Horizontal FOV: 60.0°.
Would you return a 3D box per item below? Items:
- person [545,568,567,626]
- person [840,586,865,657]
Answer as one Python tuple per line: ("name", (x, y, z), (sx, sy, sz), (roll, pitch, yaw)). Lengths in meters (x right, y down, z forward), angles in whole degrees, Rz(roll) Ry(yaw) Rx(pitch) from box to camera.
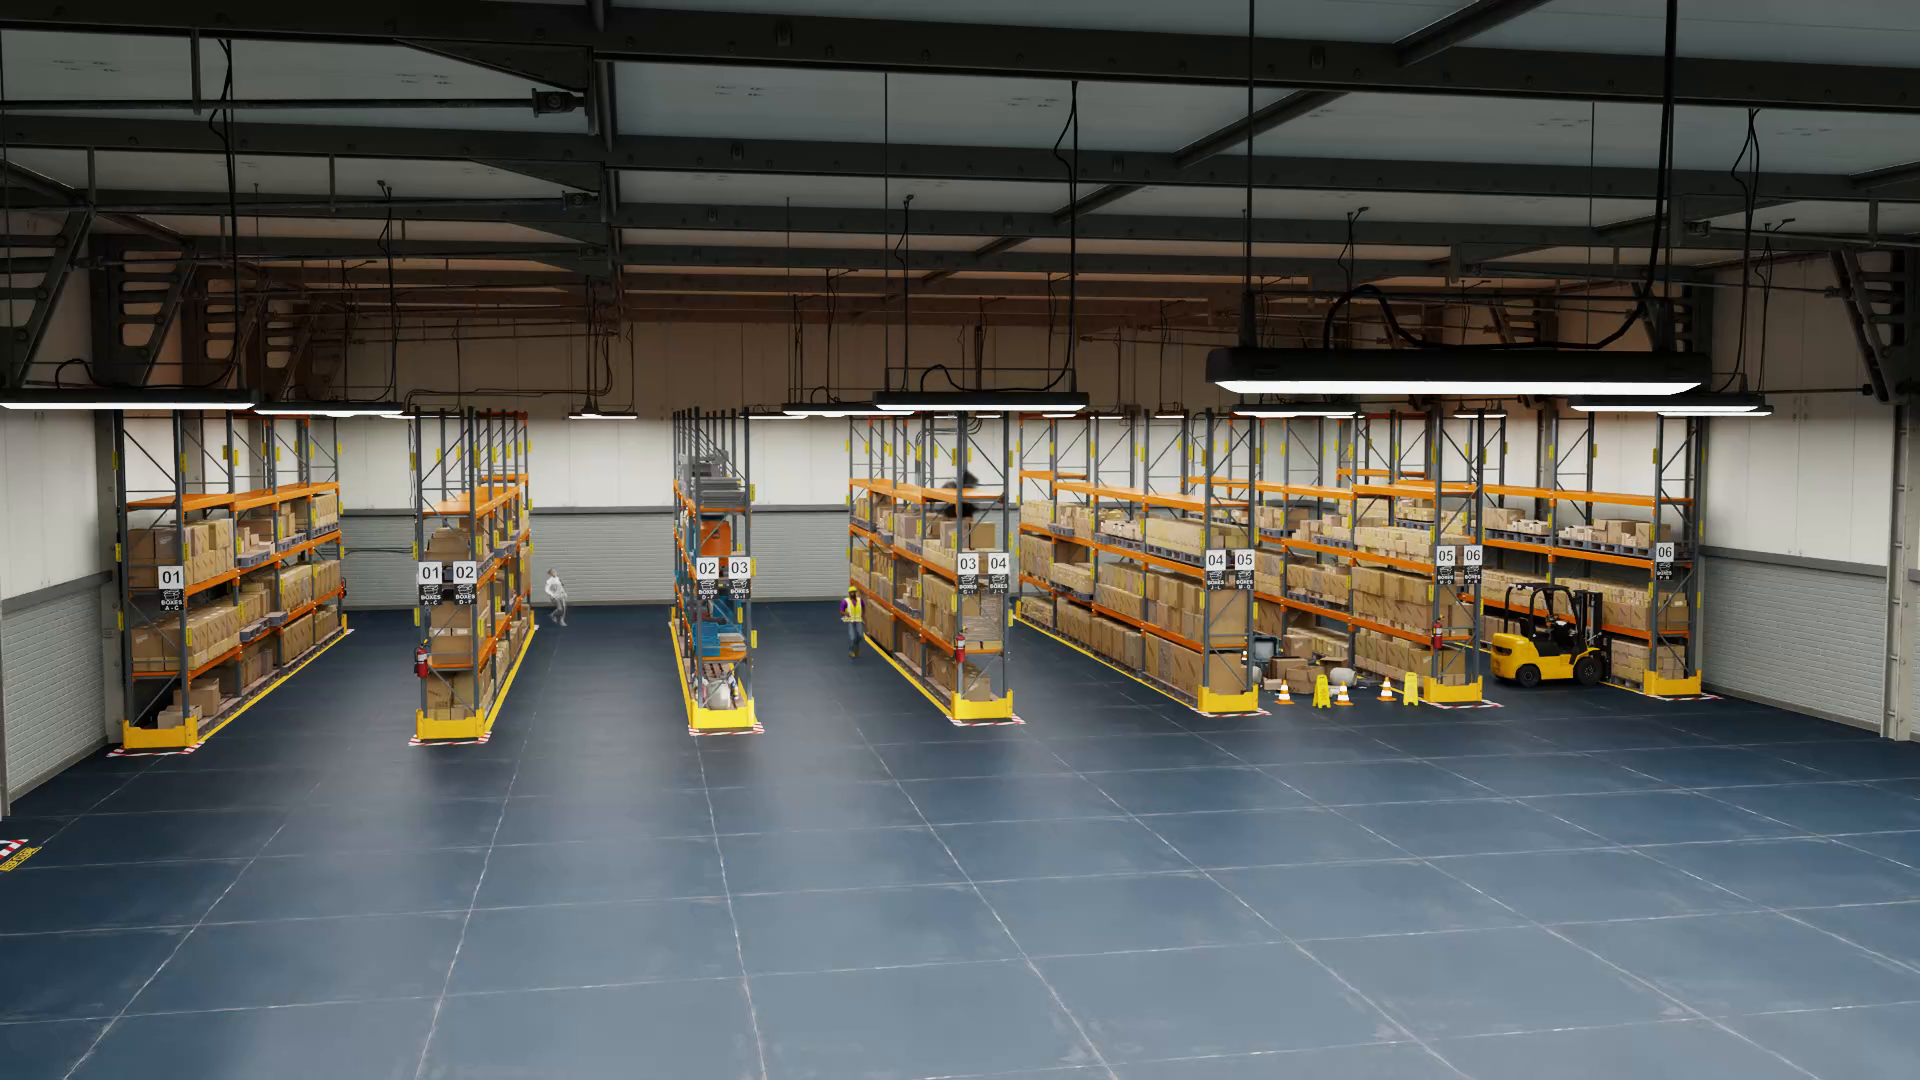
("person", (-11.324, 1.599, 46.667), (0.544, 1.659, 0.672), (2, 5, 29))
("person", (-2.555, 1.987, 40.246), (0.686, 1.721, 0.593), (-1, 4, -19))
